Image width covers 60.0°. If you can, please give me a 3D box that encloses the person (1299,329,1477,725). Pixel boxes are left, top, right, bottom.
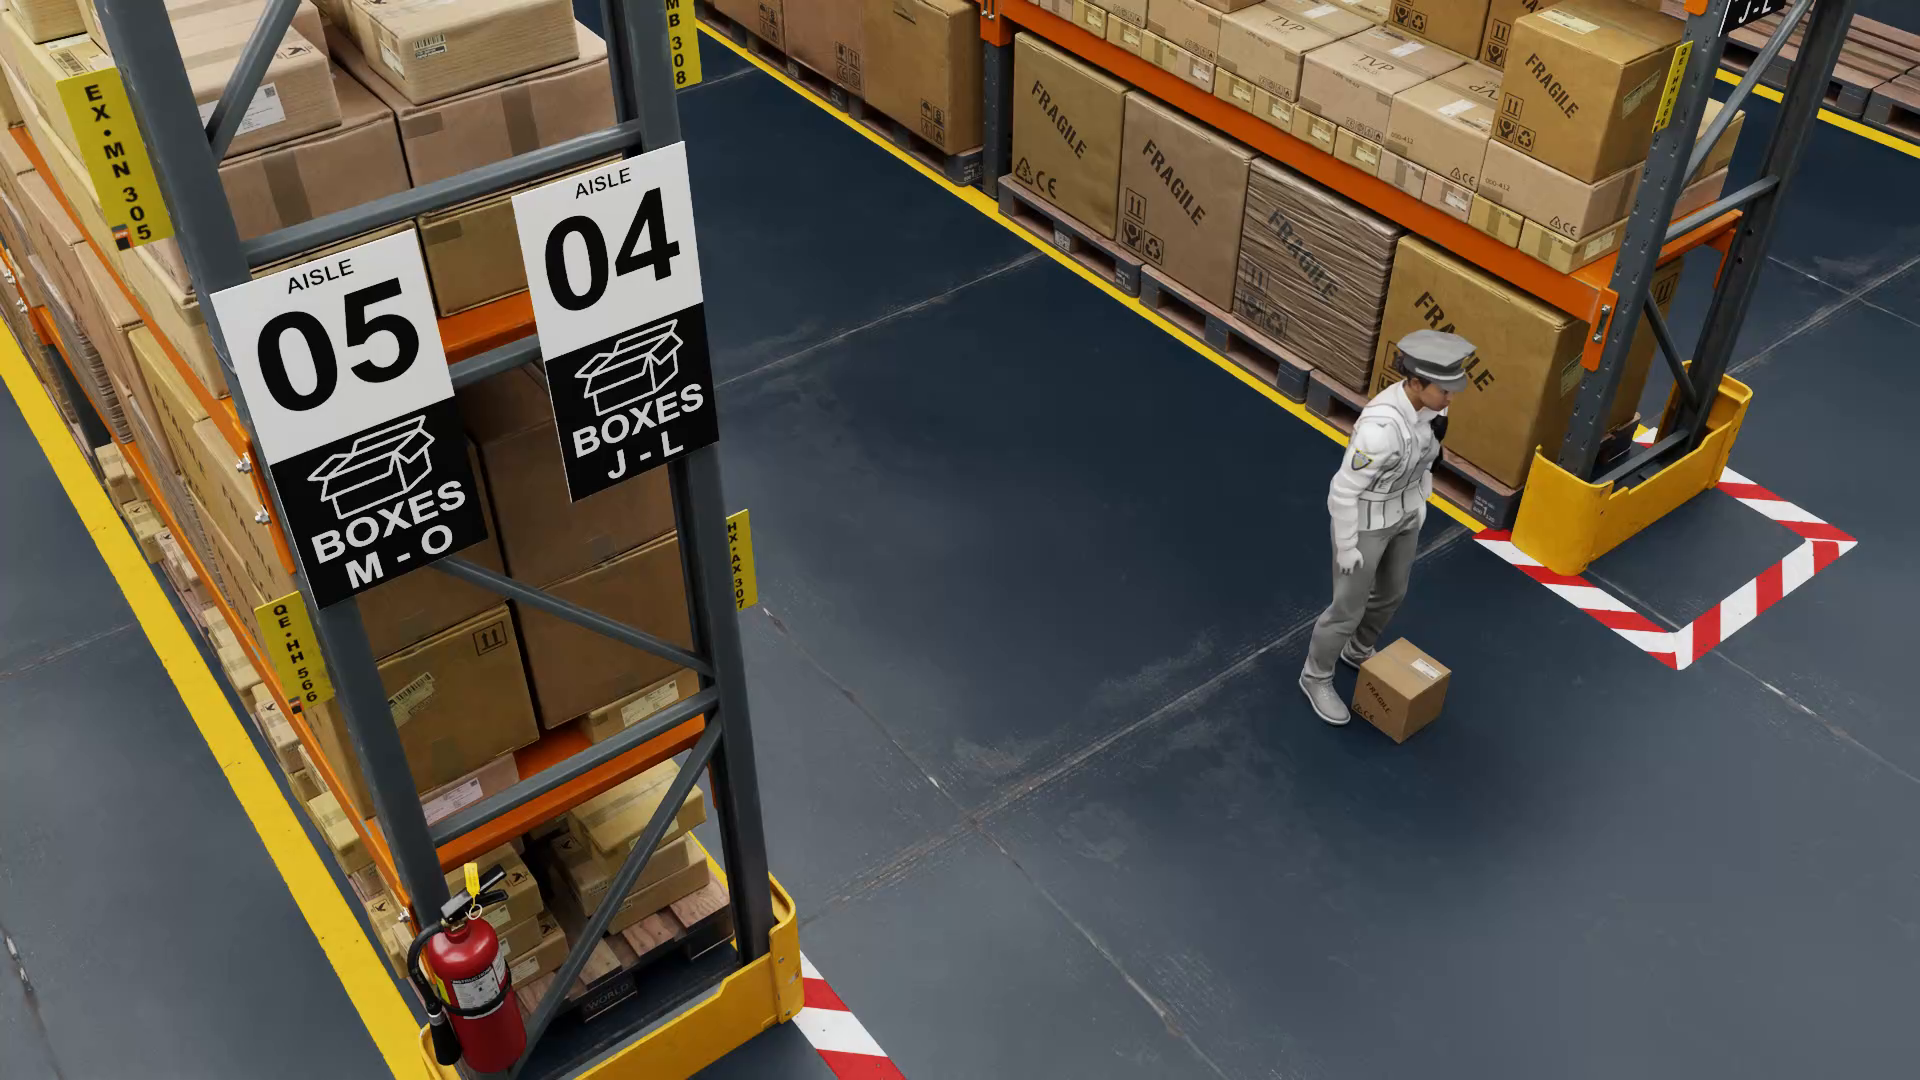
[{"bbox_3d":[1.582,-0.068,6.235,0.529,1.661,0.375,-29,48,-29],"label":"person"}]
